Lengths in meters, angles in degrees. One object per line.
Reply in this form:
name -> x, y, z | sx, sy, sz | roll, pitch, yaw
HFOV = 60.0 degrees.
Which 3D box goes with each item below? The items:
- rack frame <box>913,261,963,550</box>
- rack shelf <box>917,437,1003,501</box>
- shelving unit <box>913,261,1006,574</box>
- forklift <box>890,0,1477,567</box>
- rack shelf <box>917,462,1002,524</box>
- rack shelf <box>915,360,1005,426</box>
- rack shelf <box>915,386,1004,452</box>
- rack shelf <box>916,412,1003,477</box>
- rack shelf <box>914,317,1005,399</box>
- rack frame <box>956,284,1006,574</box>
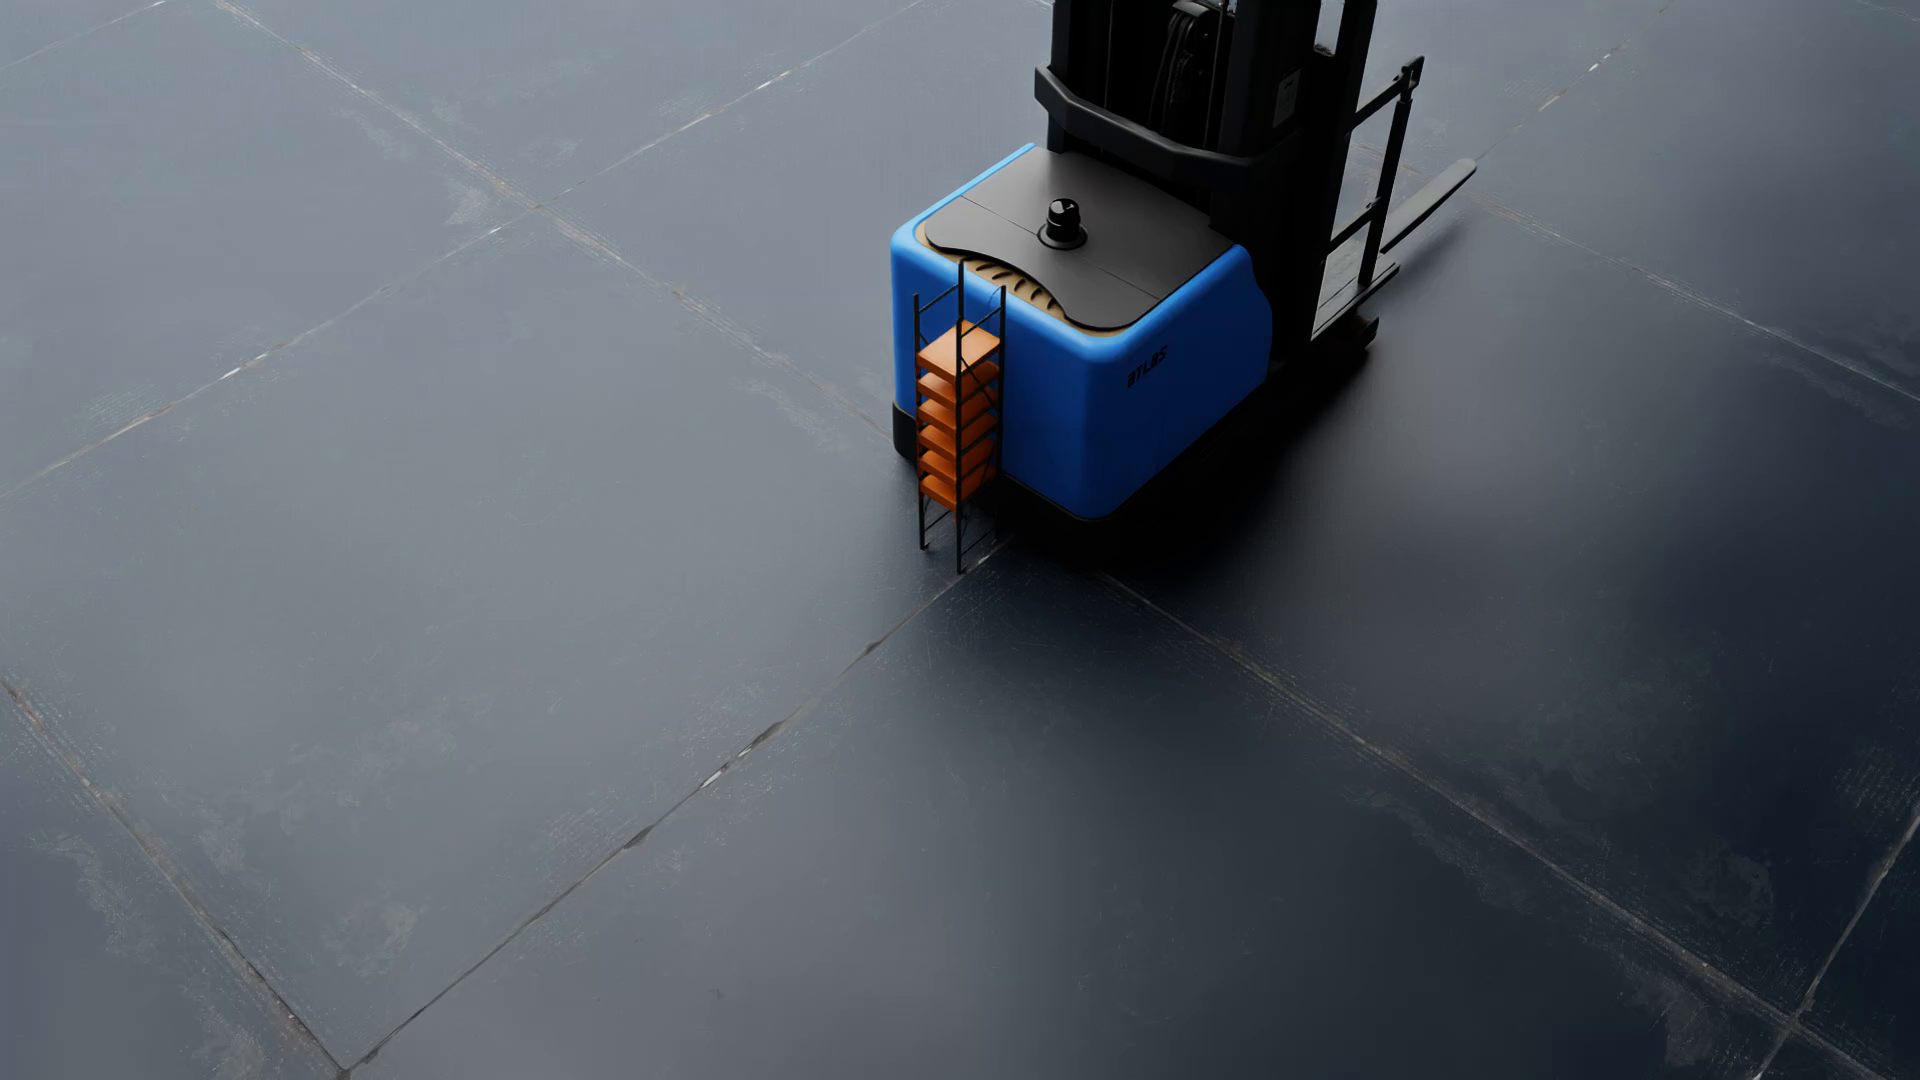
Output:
rack frame -> -0.069, -0.439, 5.839 | 0.006, 1.200, 0.240 | 33, 55, 27
rack shelf -> 0.000, -0.282, 5.918 | 0.180, 0.103, 0.258 | 33, 55, 27
shelving unit -> 0.000, -0.395, 5.798 | 0.189, 1.200, 0.258 | 33, 55, 27
forklift -> 1.095, -1.900, 6.024 | 1.130, 2.935, 3.031 | 33, 55, 27
rack shelf -> 0.000, -0.200, 6.005 | 0.180, 0.103, 0.258 | 33, 55, 27
rack shelf -> -0.001, -0.529, 5.655 | 0.180, 0.103, 0.258 | 33, 55, 27
rack shelf -> 0.000, -0.447, 5.743 | 0.180, 0.103, 0.258 | 33, 55, 27
rack shelf -> 0.000, -0.365, 5.830 | 0.180, 0.103, 0.258 | 33, 55, 27
rack shelf -> -0.001, -0.611, 5.568 | 0.180, 0.103, 0.258 | 33, 55, 27
rack frame -> 0.068, -0.351, 5.756 | 0.006, 1.200, 0.240 | 33, 55, 27
